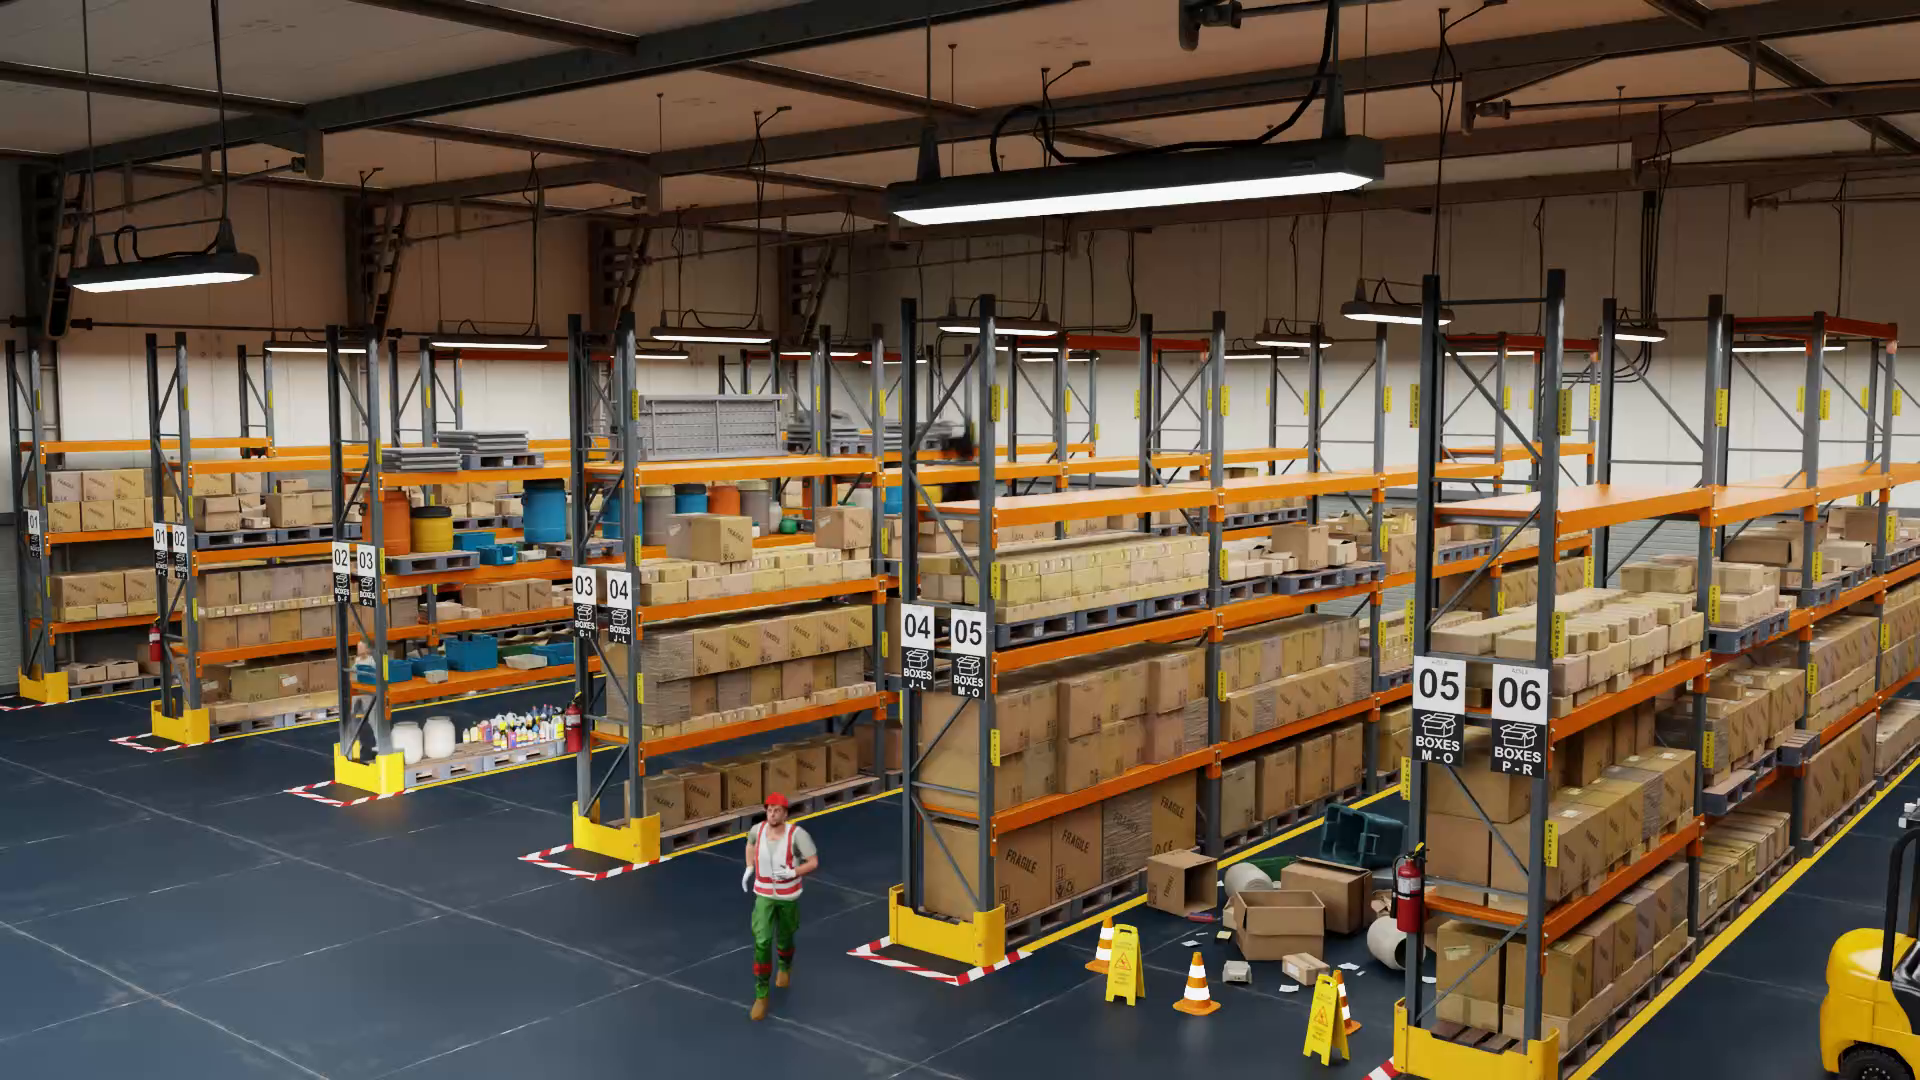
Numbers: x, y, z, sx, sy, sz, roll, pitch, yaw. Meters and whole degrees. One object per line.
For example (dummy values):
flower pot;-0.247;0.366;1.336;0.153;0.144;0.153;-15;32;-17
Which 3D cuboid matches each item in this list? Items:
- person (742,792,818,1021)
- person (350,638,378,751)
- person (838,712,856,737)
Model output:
person;-1.506;3.005;13.975;0.658;1.817;0.873;0;5;2
person;-8.379;2.230;23.397;0.531;1.719;0.738;2;6;25
person;-1.606;2.173;23.575;0.681;1.746;0.621;4;6;36
